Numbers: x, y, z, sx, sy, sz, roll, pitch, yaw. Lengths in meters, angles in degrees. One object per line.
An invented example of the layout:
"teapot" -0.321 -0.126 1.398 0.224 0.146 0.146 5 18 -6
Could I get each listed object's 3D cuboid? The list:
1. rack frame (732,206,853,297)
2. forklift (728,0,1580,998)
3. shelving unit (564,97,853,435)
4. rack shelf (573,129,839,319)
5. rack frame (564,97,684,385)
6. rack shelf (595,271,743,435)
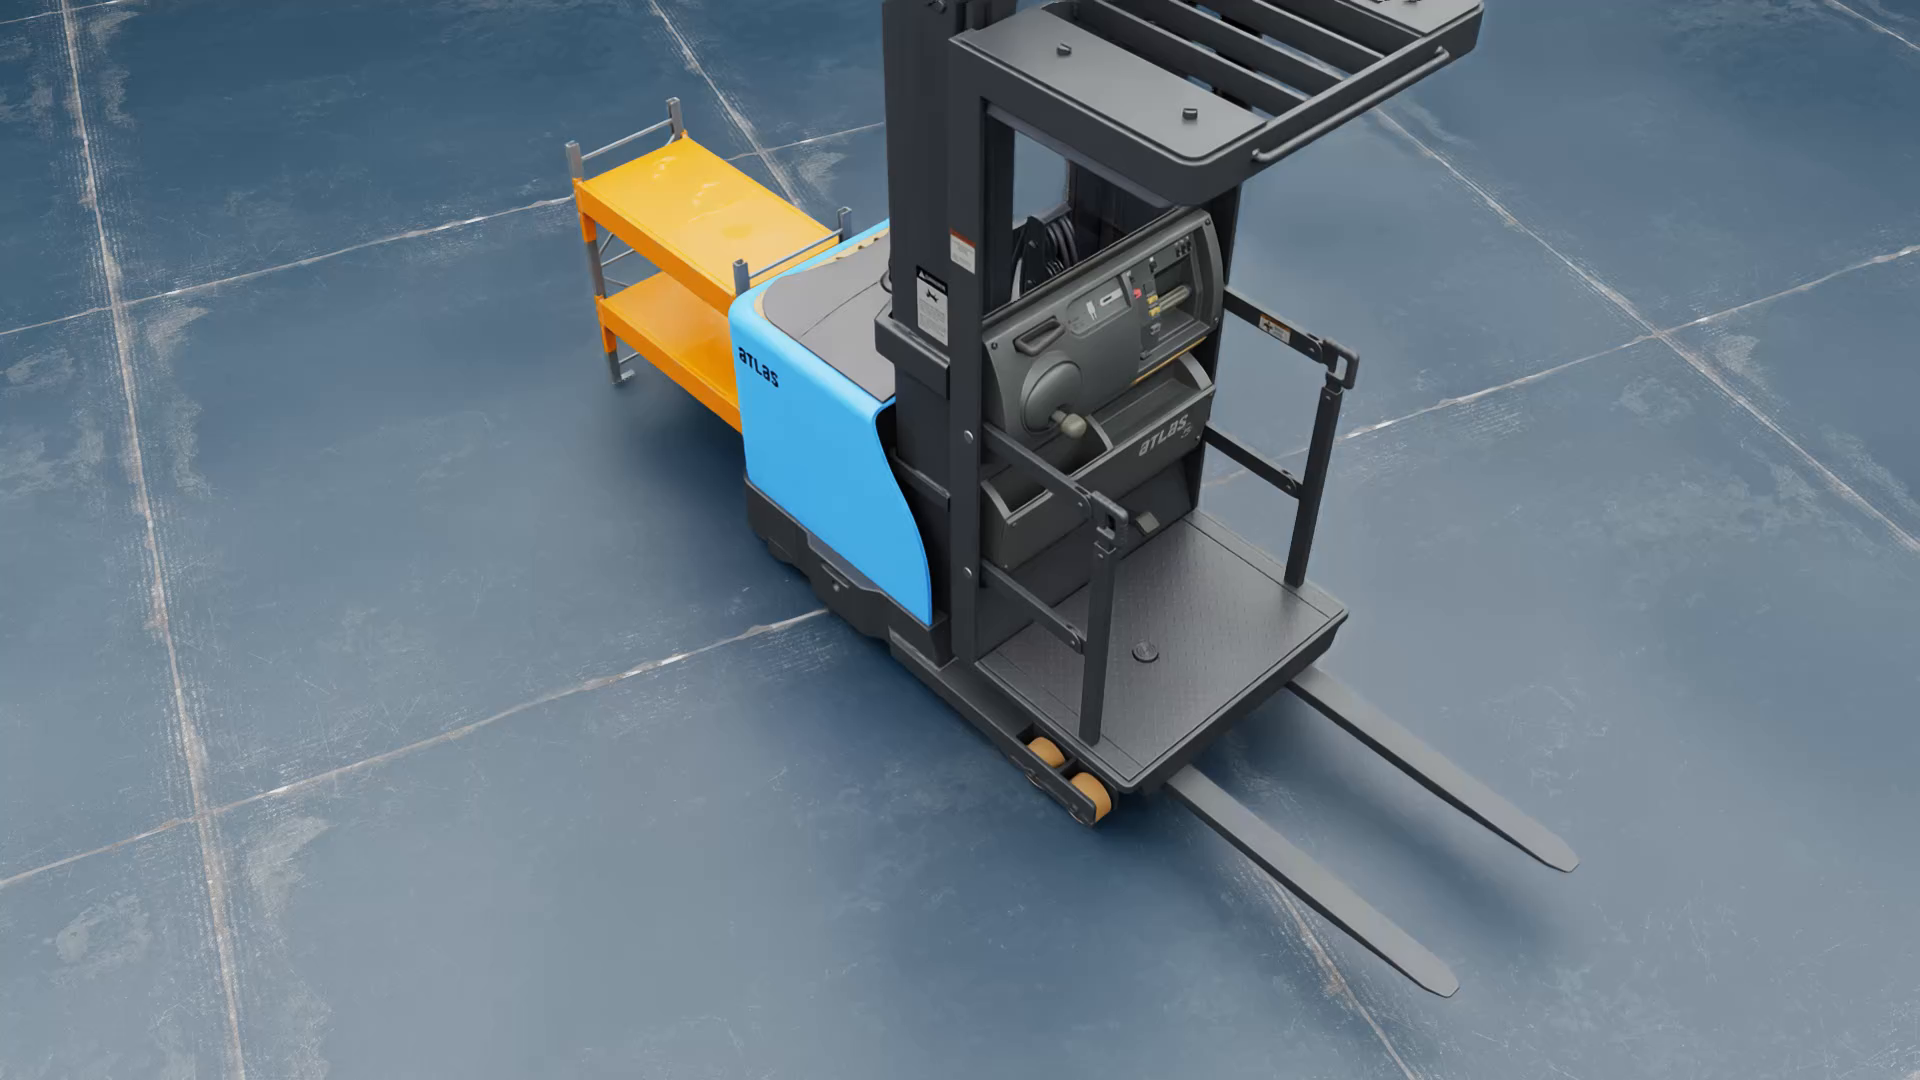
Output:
"rack frame" -0.573 -0.645 6.102 0.500 1.125 0.032 -33 53 -29
"forklift" 0.579 -0.545 4.716 1.130 2.935 3.031 -33 53 -29
"shelving unit" -0.919 -0.907 6.368 0.538 1.125 1.048 -33 53 -29
"rack shelf" -0.919 -1.115 6.162 0.538 0.278 1.000 -33 53 -29
"rack frame" -1.264 -1.169 6.633 0.500 1.125 0.032 -33 53 -29
"rack shelf" -0.919 -0.733 6.540 0.538 0.278 1.000 -33 53 -29
